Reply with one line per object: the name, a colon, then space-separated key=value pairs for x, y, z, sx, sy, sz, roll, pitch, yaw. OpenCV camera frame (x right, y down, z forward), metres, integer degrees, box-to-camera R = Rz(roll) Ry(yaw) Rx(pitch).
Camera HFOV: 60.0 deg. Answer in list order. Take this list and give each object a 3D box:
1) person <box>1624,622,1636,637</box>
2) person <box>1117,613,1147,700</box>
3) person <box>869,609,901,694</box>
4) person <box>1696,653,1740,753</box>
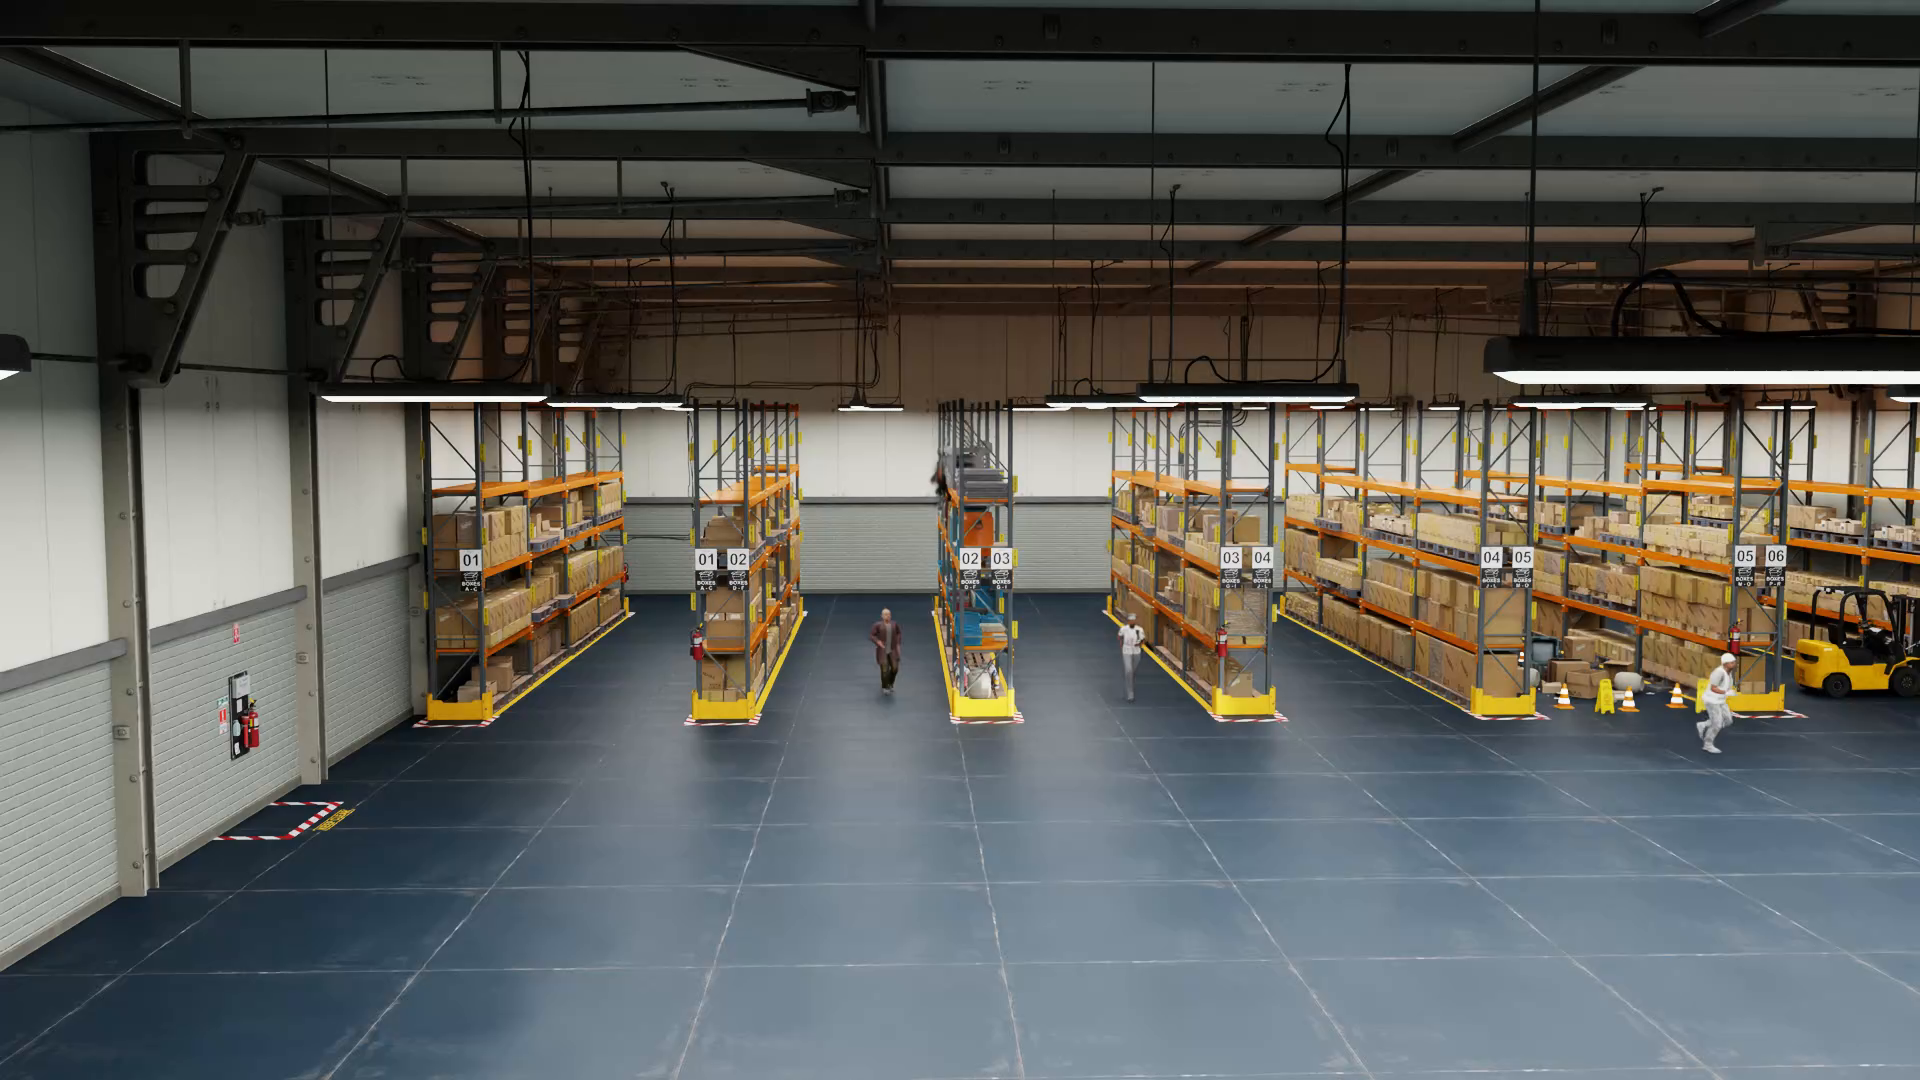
person: x=16.572 y=1.740 z=40.936 sx=0.668 sy=1.766 sz=0.758 roll=0 pitch=4 yaw=-1
person: x=3.498 y=2.329 z=33.735 sx=0.543 sy=1.736 sz=1.015 roll=-1 pitch=4 yaw=-7
person: x=-1.487 y=2.278 z=33.852 sx=0.714 sy=1.742 sz=0.635 roll=-1 pitch=5 yaw=-16
person: x=12.803 y=2.749 z=28.068 sx=0.660 sy=1.715 sz=0.725 roll=-4 pitch=6 yaw=-42
